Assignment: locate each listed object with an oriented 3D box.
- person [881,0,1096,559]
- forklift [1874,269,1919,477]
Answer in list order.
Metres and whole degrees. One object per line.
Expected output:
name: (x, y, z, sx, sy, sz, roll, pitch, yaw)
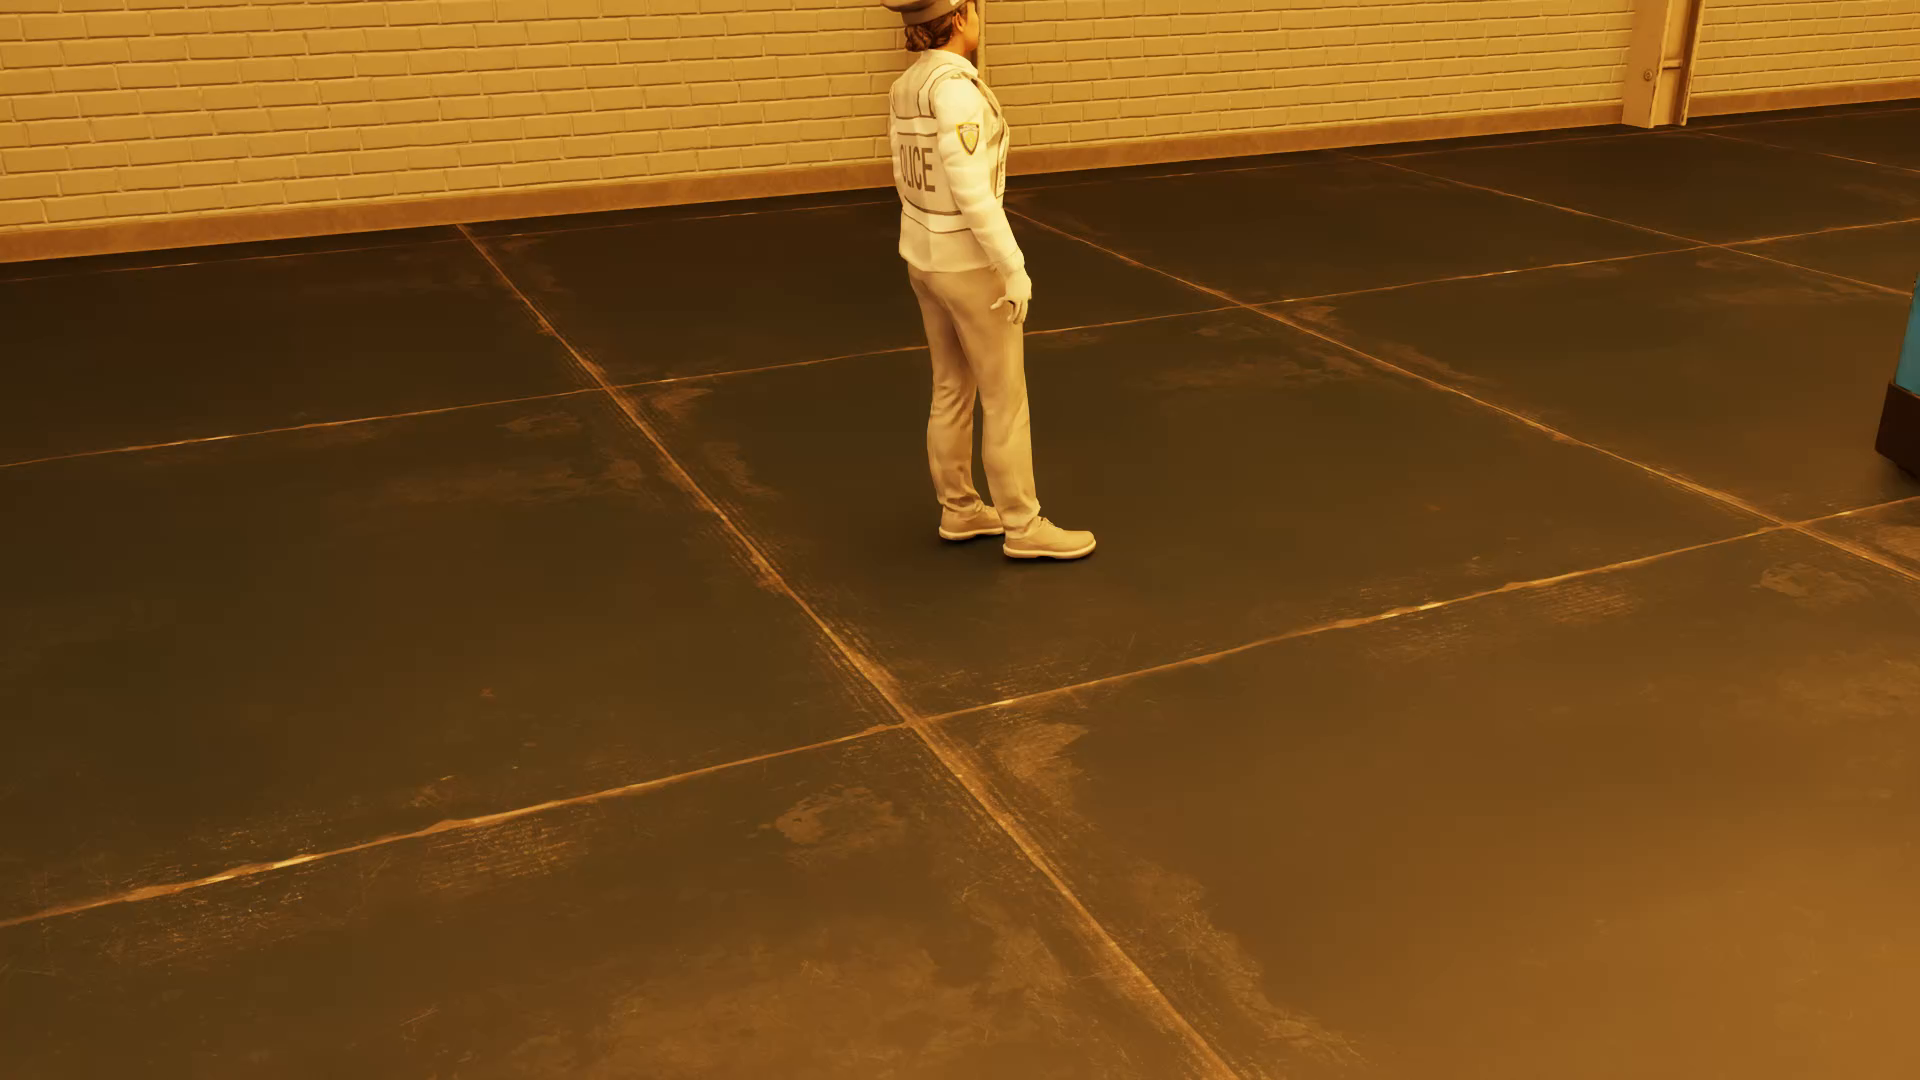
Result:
person: (0.065, -0.798, 4.800, 0.530, 1.694, 0.586, -10, 25, -23)
forklift: (4.647, -1.459, 4.798, 3.031, 2.935, 1.130, -2, 23, -4)
